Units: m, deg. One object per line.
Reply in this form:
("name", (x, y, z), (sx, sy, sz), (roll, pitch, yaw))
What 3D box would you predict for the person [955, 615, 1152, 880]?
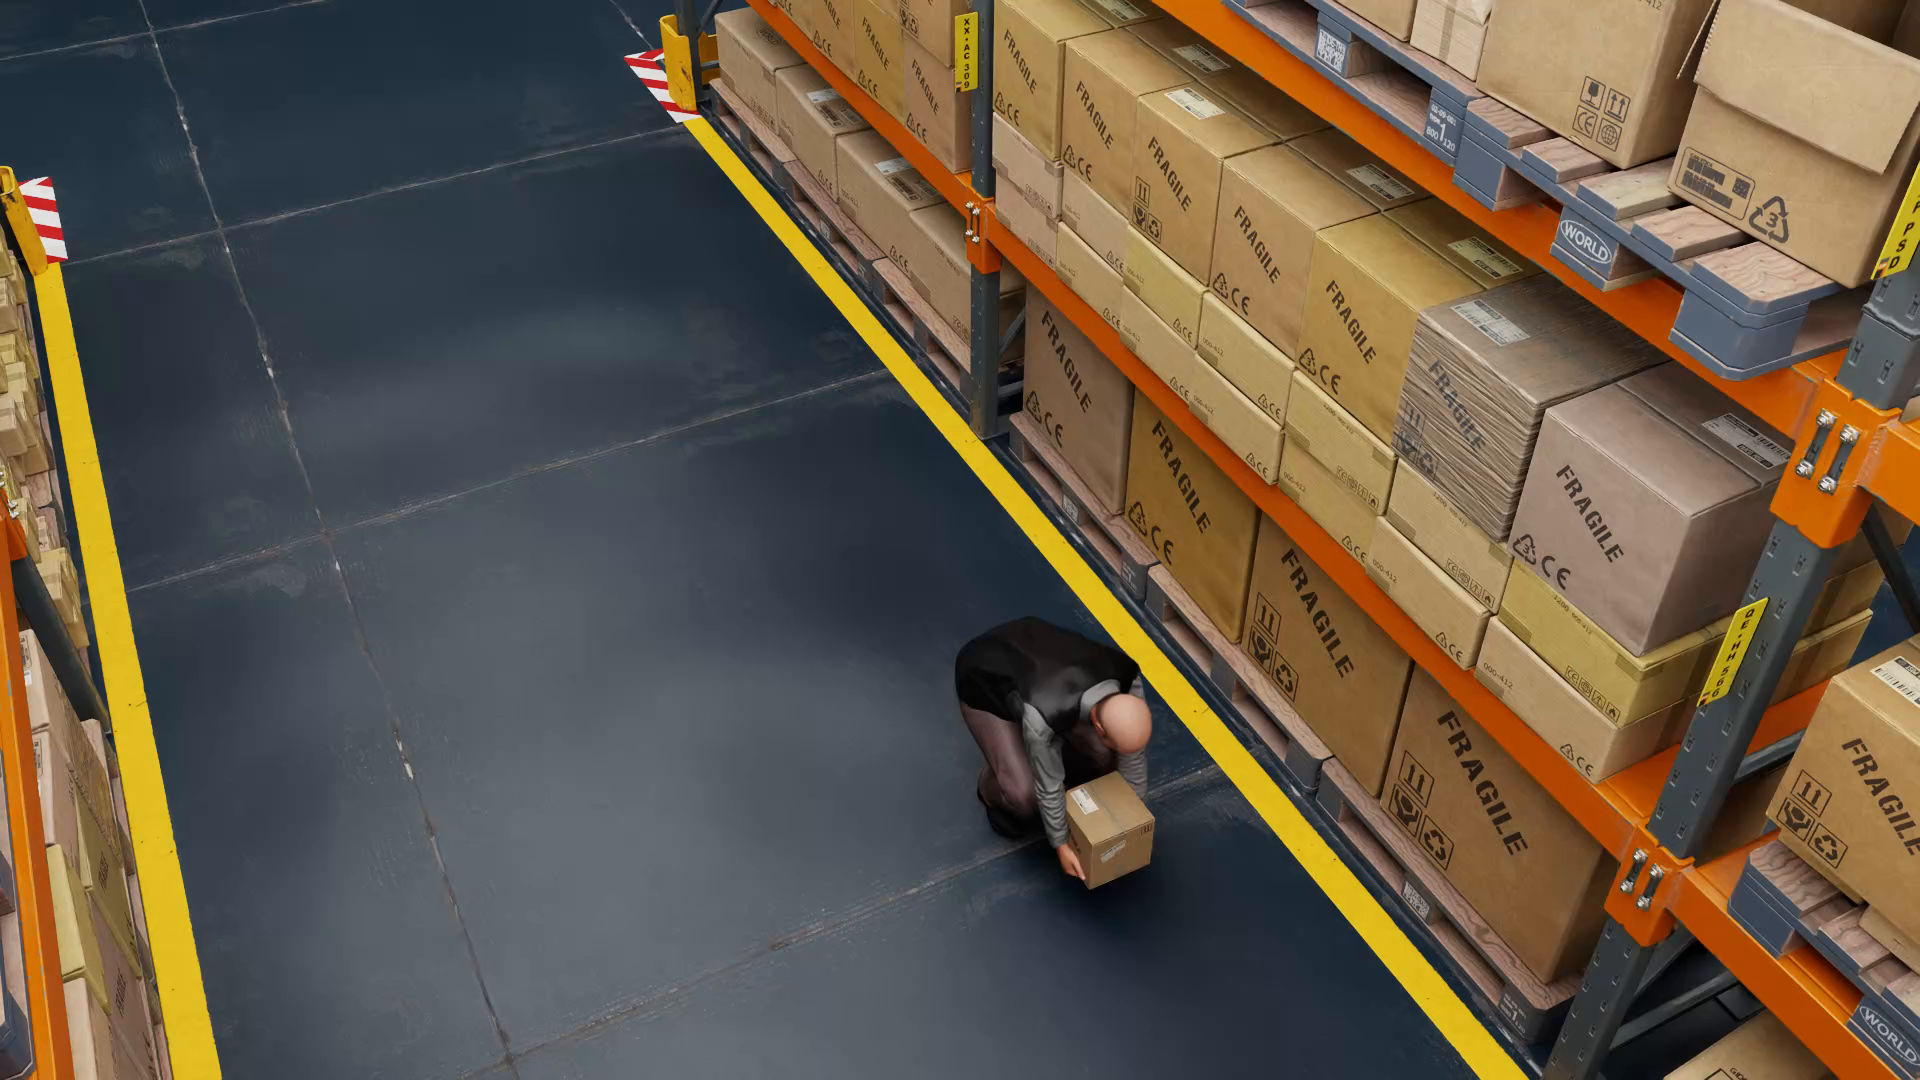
("person", (0.344, 0.683, 5.935), (0.509, 0.897, 0.890), (-20, 45, -22))
